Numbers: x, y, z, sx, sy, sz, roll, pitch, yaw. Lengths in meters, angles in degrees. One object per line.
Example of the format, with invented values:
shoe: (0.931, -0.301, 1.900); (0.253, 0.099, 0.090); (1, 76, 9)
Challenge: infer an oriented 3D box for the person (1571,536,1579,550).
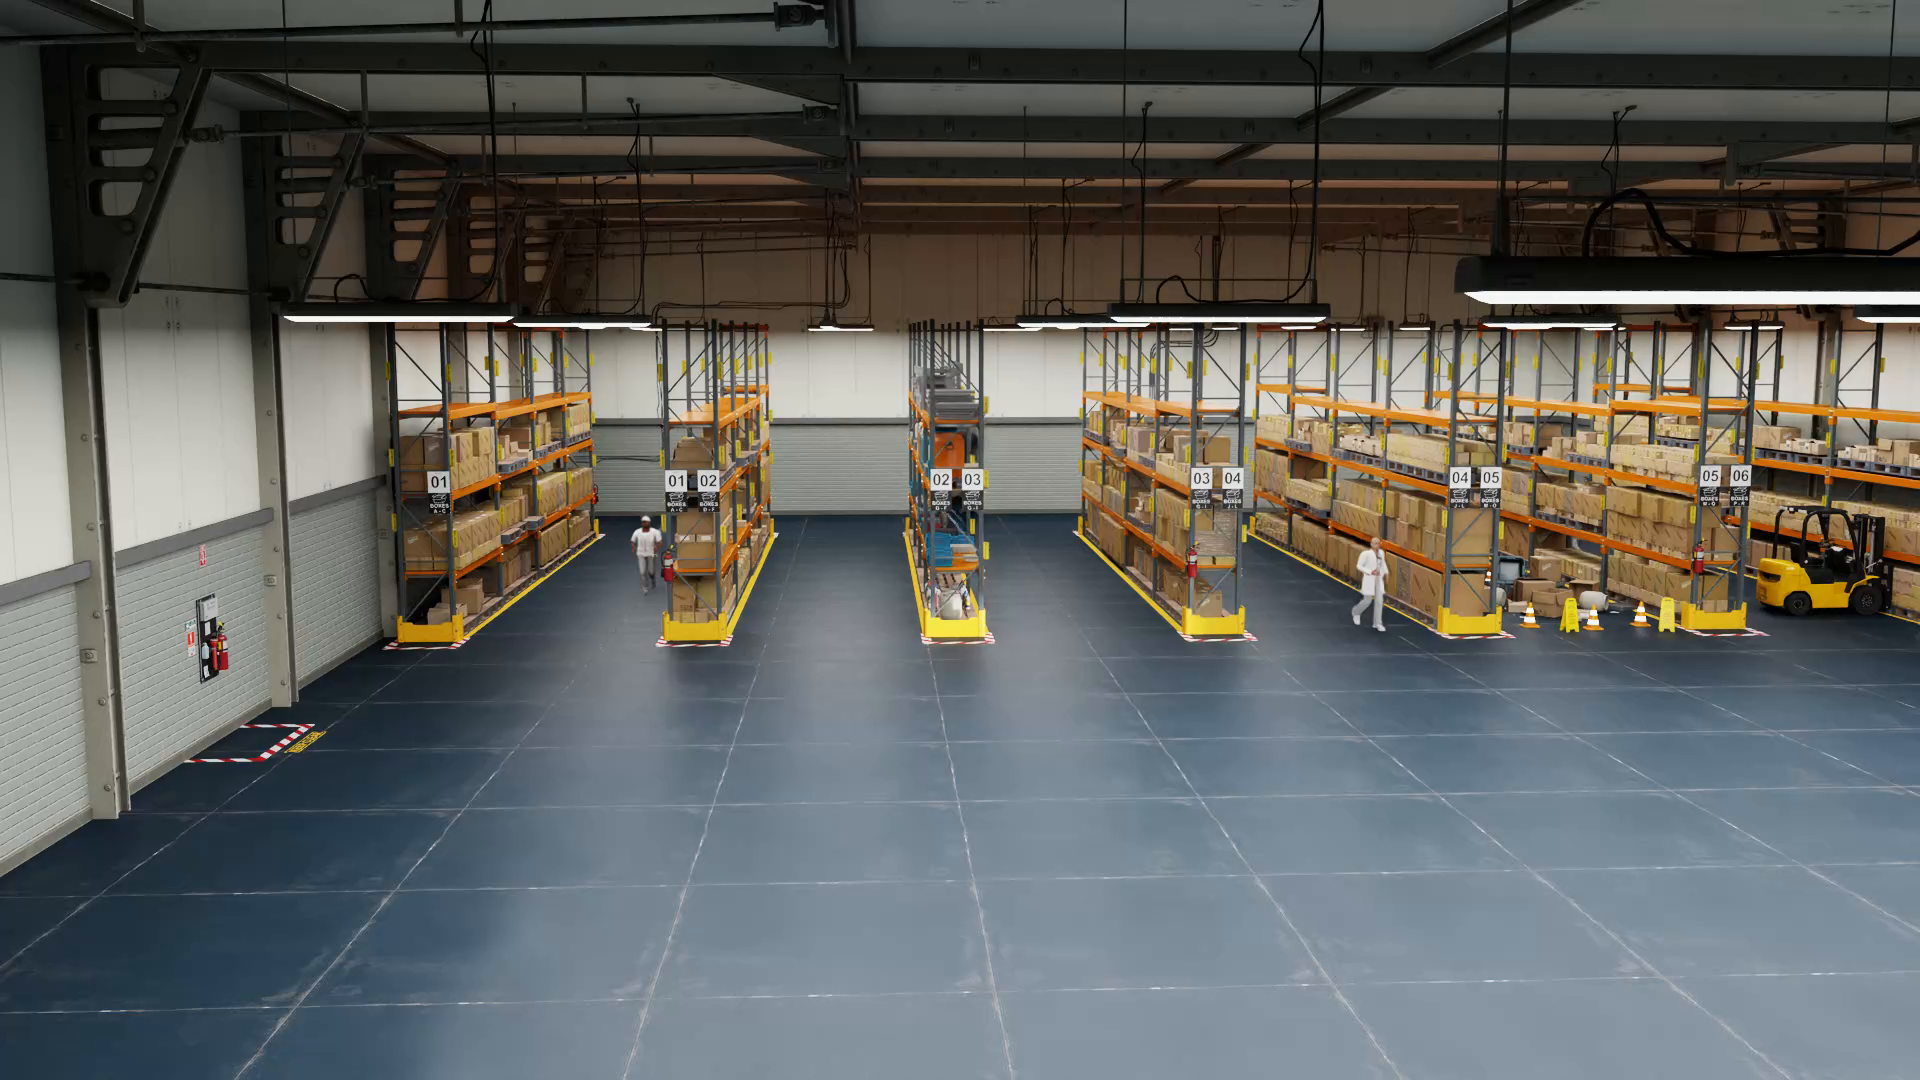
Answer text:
person: (15.829, -0.416, 42.666); (0.690, 1.761, 0.733); (0, 7, -3)

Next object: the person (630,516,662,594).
person: (-6.953, 0.322, 36.857); (0.698, 1.718, 0.610); (0, 7, -4)

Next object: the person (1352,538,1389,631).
person: (8.043, 0.835, 32.433); (0.741, 1.784, 0.958); (-3, 8, -20)
